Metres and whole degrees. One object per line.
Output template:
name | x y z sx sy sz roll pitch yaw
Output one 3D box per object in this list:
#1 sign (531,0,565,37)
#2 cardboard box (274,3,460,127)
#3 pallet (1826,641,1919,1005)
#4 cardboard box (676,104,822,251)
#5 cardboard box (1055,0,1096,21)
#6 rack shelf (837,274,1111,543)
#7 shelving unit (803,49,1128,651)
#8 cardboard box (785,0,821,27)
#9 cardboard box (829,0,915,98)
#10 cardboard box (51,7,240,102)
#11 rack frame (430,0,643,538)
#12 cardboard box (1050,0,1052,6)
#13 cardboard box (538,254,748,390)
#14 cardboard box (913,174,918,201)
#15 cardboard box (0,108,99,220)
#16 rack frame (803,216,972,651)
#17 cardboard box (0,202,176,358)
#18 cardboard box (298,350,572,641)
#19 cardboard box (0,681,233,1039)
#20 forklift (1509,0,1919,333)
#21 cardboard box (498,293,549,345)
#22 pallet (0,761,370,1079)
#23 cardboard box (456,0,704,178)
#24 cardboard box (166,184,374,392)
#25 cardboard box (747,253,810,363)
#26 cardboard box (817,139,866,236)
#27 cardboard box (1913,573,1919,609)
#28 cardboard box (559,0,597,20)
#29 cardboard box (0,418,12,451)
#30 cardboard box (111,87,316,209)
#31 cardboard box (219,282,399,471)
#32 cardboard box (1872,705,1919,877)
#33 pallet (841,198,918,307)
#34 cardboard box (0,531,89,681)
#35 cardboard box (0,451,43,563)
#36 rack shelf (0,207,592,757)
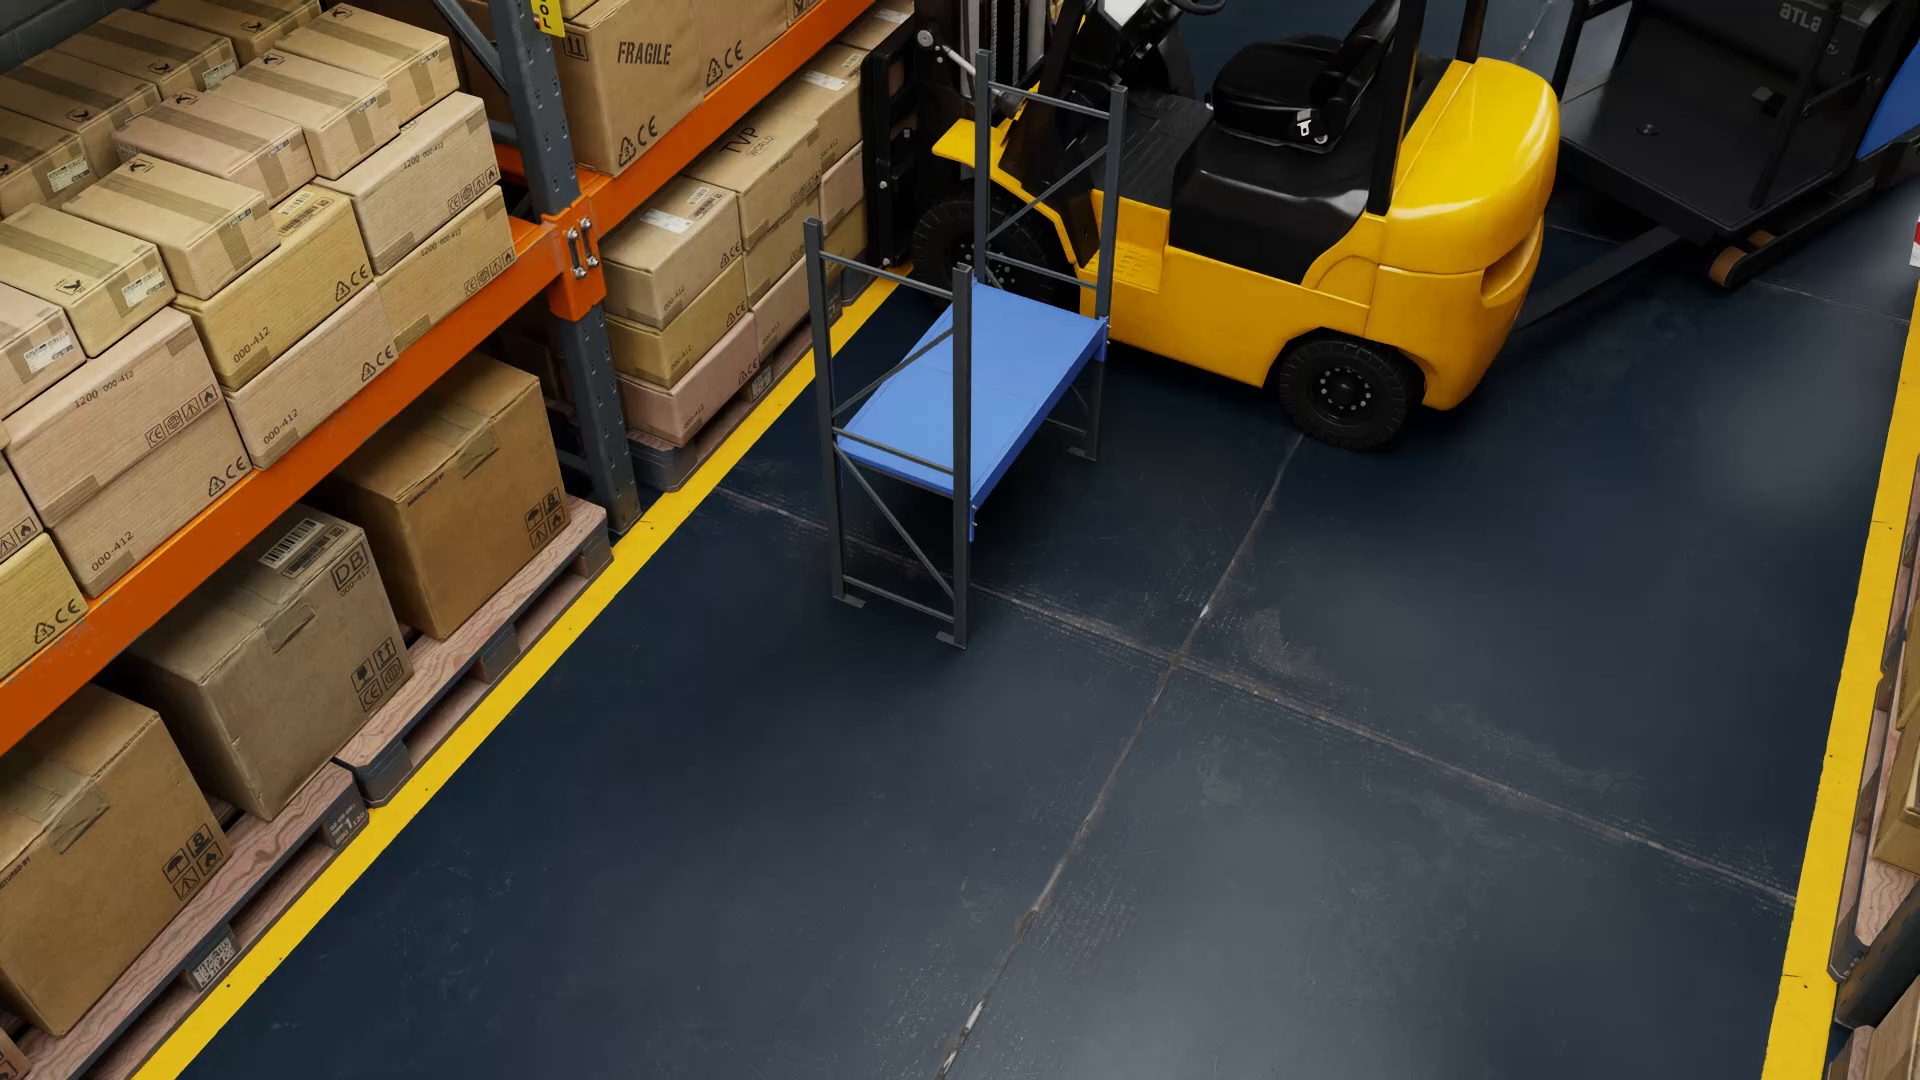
sign | -1.098 -1.472 4.337 0.100 0.325 0.005 20 49 19
cardboard box | -1.545 -1.240 4.341 0.380 0.149 0.250 22 49 20
pallet | 3.095 0.916 4.696 1.003 0.211 1.213 20 49 19
cardboard box | -0.835 -1.318 5.879 0.500 0.250 0.500 21 49 19
cardboard box | 0.335 -2.566 7.815 0.500 0.250 0.500 21 49 19
rack shelf | 0.040 -0.455 5.398 0.538 0.185 1.000 20 49 19
shelving unit | 0.040 -0.581 5.270 0.538 1.500 1.048 20 49 19
cardboard box | -0.685 -2.147 5.693 0.500 0.500 0.500 20 49 19
cardboard box | -0.363 -1.963 6.517 0.500 0.250 0.500 20 49 18
cardboard box | -2.108 -1.227 4.327 0.380 0.149 0.250 19 48 18
rack frame | -1.584 -1.266 4.892 1.000 3.000 0.127 20 49 19
cardboard box | 0.082 -2.420 7.319 0.500 0.250 0.500 20 49 19
cardboard box | -1.086 -0.825 5.743 0.500 0.250 0.500 20 49 19
cardboard box | -0.366 -1.609 6.870 0.500 0.250 0.500 22 49 20
cardboard box | -2.325 -0.902 4.006 0.380 0.149 0.250 20 49 19
rack frame | -0.196 -0.261 4.953 0.500 1.500 0.032 20 49 19
cardboard box | -1.991 -0.581 3.689 0.380 0.149 0.250 19 48 18
cardboard box | -1.816 -0.246 5.259 0.875 0.625 0.625 23 50 21
cardboard box | -2.530 0.714 4.309 0.875 0.625 0.625 19 48 17
forklift | 3.040 -2.481 6.141 3.031 2.935 1.130 -28 52 -25
cardboard box | -1.539 -0.997 5.913 0.500 0.250 0.500 19 48 18
pallet | -2.456 0.963 4.650 1.003 0.211 1.213 20 49 19
cardboard box | -1.146 -1.494 5.047 0.500 0.500 0.500 19 48 18
cardboard box | -1.817 -0.668 4.056 0.500 0.250 0.500 19 48 18
cardboard box | -0.844 -0.967 6.235 0.500 0.250 0.500 19 48 18
cardboard box | -0.610 -1.456 6.367 0.500 0.250 0.500 20 49 19
cardboard box | 3.330 0.071 5.209 0.500 0.250 0.500 21 49 20
cardboard box | -1.203 -1.643 4.738 0.380 0.149 0.250 20 49 18
cardboard box | -2.167 -0.233 3.345 0.380 0.149 0.250 19 48 18
cardboard box | -1.809 -0.935 4.039 0.380 0.149 0.250 20 49 19
cardboard box | -1.814 -0.491 4.231 0.500 0.250 0.500 20 49 19
cardboard box | 2.851 0.729 4.559 0.500 0.250 0.500 23 50 21
pallet | -0.612 -1.544 7.128 1.003 0.211 1.213 20 49 19
cardboard box | -2.305 0.140 3.608 0.500 0.250 0.500 22 49 20
cardboard box | -2.311 -0.037 3.431 0.500 0.250 0.500 21 49 20
rack shelf | -2.512 0.247 3.903 1.077 0.370 4.000 20 49 19
